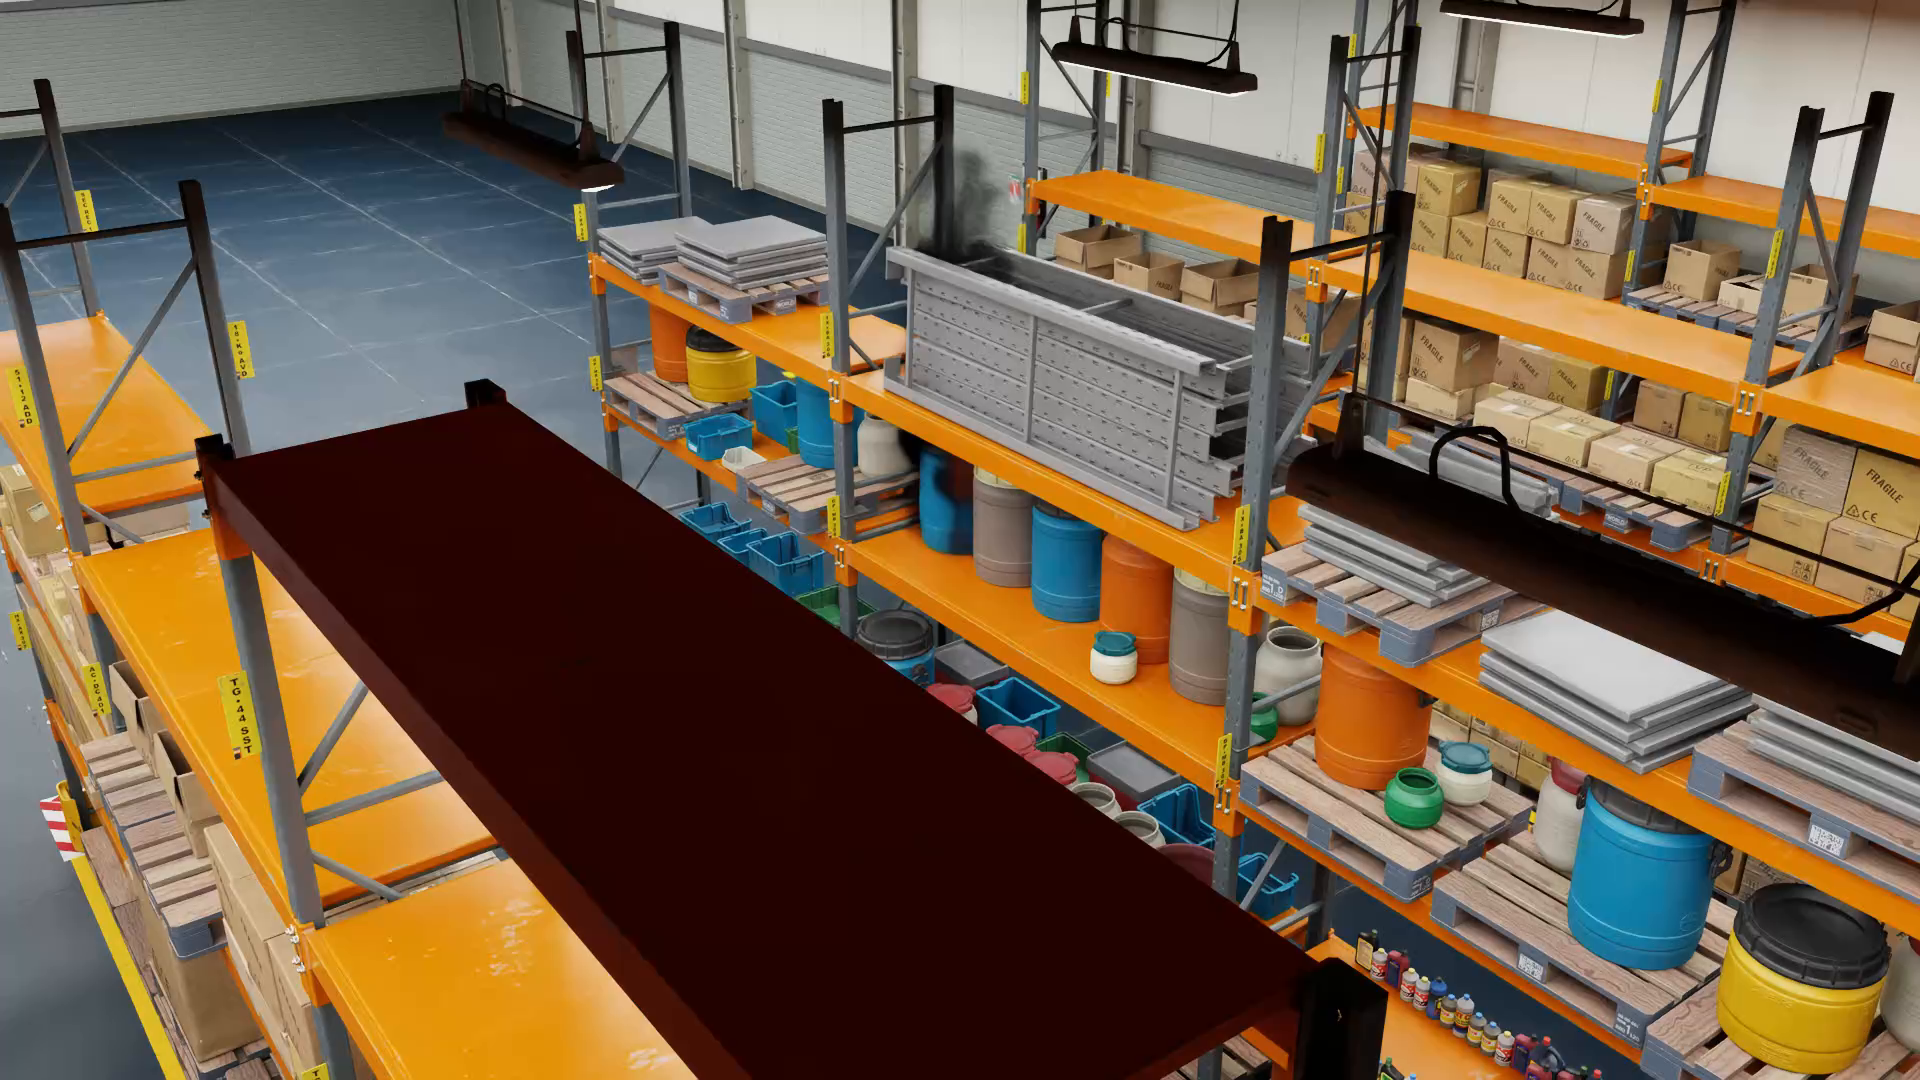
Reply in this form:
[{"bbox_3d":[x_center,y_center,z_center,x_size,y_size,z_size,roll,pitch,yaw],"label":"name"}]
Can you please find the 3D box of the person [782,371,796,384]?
[{"bbox_3d":[-1.923,-1.215,19.537,0.705,1.776,0.673,-7,26,-14],"label":"person"}]
